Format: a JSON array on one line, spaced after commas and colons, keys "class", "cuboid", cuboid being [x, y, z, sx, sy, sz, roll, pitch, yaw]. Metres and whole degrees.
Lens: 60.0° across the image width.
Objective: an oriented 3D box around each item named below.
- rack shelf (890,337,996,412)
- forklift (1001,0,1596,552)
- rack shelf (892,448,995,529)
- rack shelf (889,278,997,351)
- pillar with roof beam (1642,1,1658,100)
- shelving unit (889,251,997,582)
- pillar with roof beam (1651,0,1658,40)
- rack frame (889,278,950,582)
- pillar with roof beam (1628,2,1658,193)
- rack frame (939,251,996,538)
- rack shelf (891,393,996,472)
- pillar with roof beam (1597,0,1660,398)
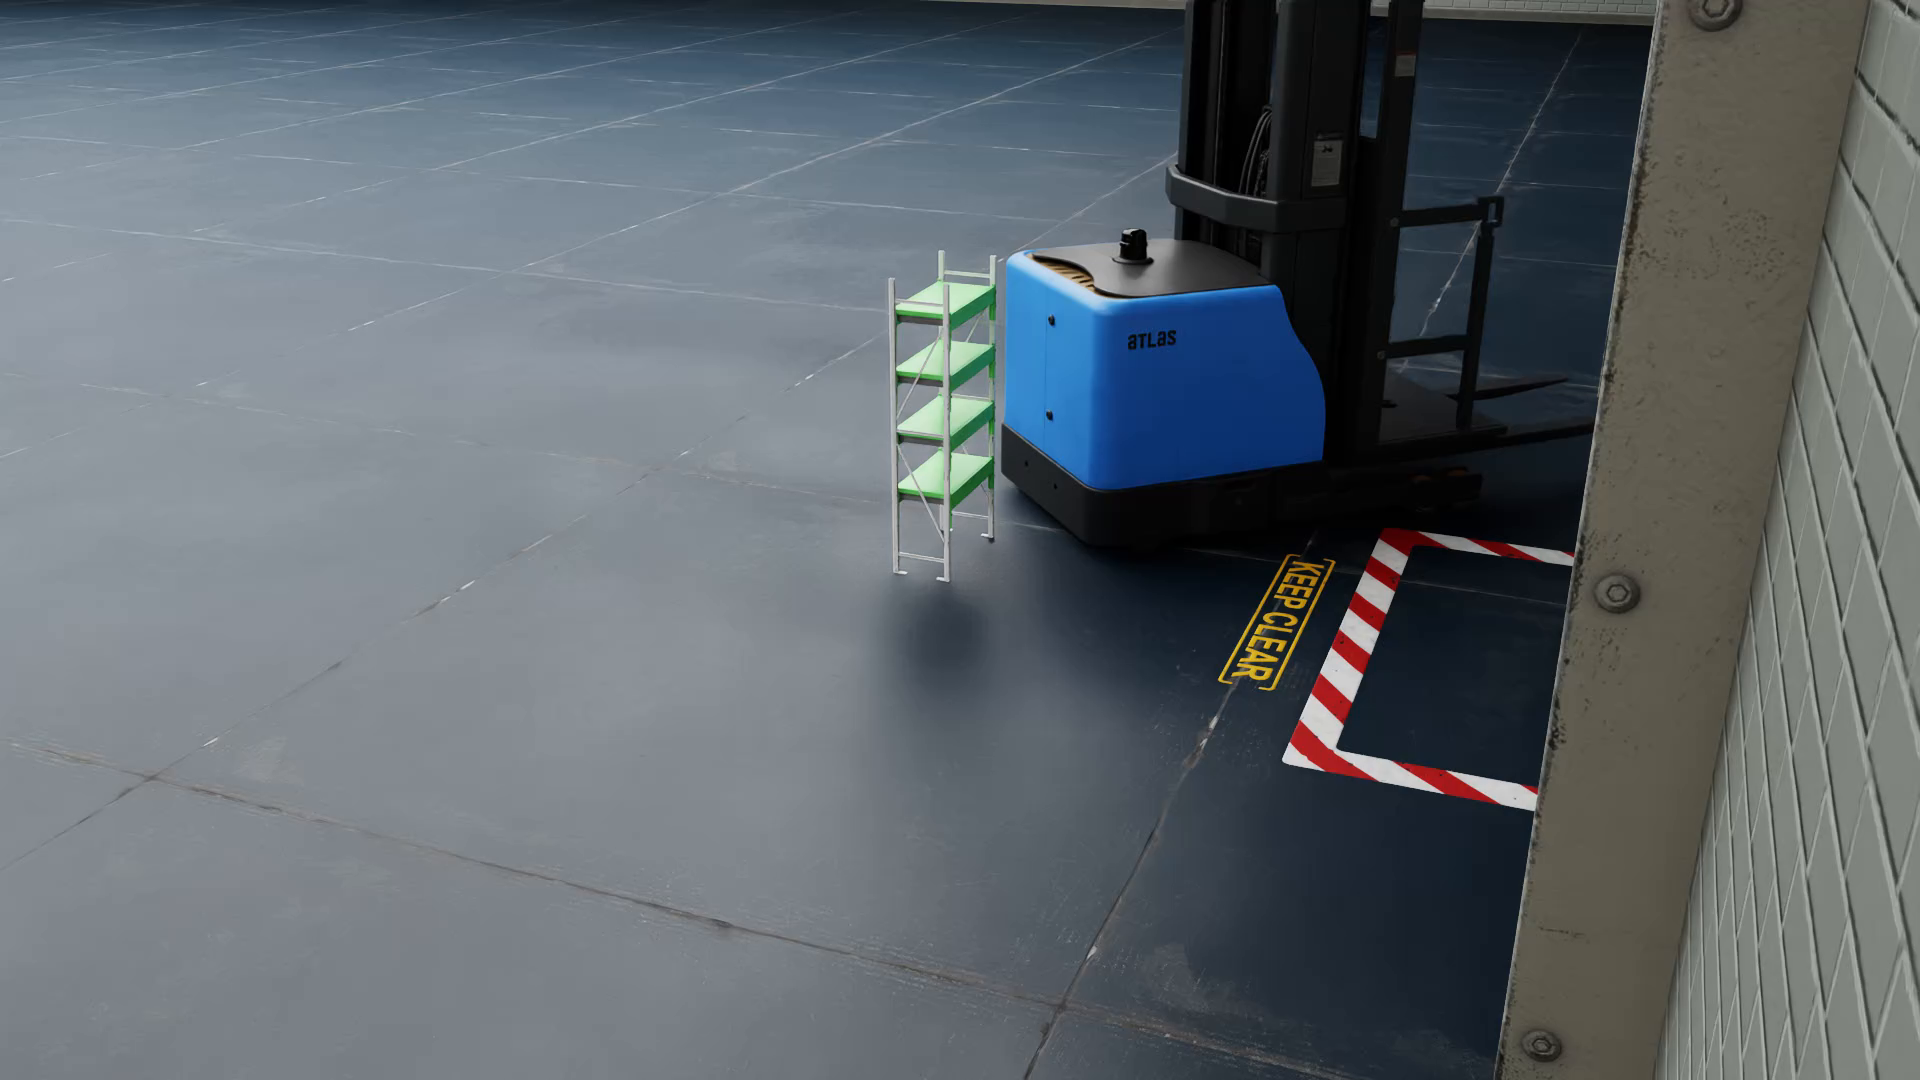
[{"class": "rack shelf", "cuboid": [-0.061, -0.657, 6.545, 0.258, 0.148, 0.480, 9, 24, 20]}, {"class": "forklift", "cuboid": [1.755, -1.647, 7.125, 3.031, 2.935, 1.130, -9, 24, -20]}, {"class": "rack shelf", "cuboid": [-0.061, -0.214, 6.730, 0.258, 0.148, 0.480, 9, 24, 20]}, {"class": "rack shelf", "cuboid": [-0.061, -0.878, 6.452, 0.258, 0.148, 0.480, 9, 24, 20]}, {"class": "pillar with roof beam", "cuboid": [4.044, -9.864, 18.926, 9.100, 9.000, 0.400, 9, 24, 20]}, {"class": "shelving unit", "cuboid": [-0.061, -0.494, 6.612, 0.258, 1.200, 0.503, 9, 24, 20]}, {"class": "pillar with roof beam", "cuboid": [6.273, -12.012, 24.066, 9.100, 9.000, 0.400, 9, 24, 20]}, {"class": "rack frame", "cuboid": [-0.152, -0.407, 6.403, 0.240, 1.200, 0.015, 9, 24, 20]}, {"class": "pillar with roof beam", "cuboid": [1.816, -7.717, 13.786, 9.100, 9.000, 0.400, 9, 24, 20]}, {"class": "rack frame", "cuboid": [0.029, -0.582, 6.821, 0.240, 1.200, 0.015, 9, 24, 20]}, {"class": "rack shelf", "cuboid": [-0.061, -0.435, 6.637, 0.258, 0.148, 0.480, 9, 24, 20]}, {"class": "pillar with roof beam", "cuboid": [-0.413, -5.570, 8.645, 9.100, 9.000, 0.400, 9, 24, 20]}]
